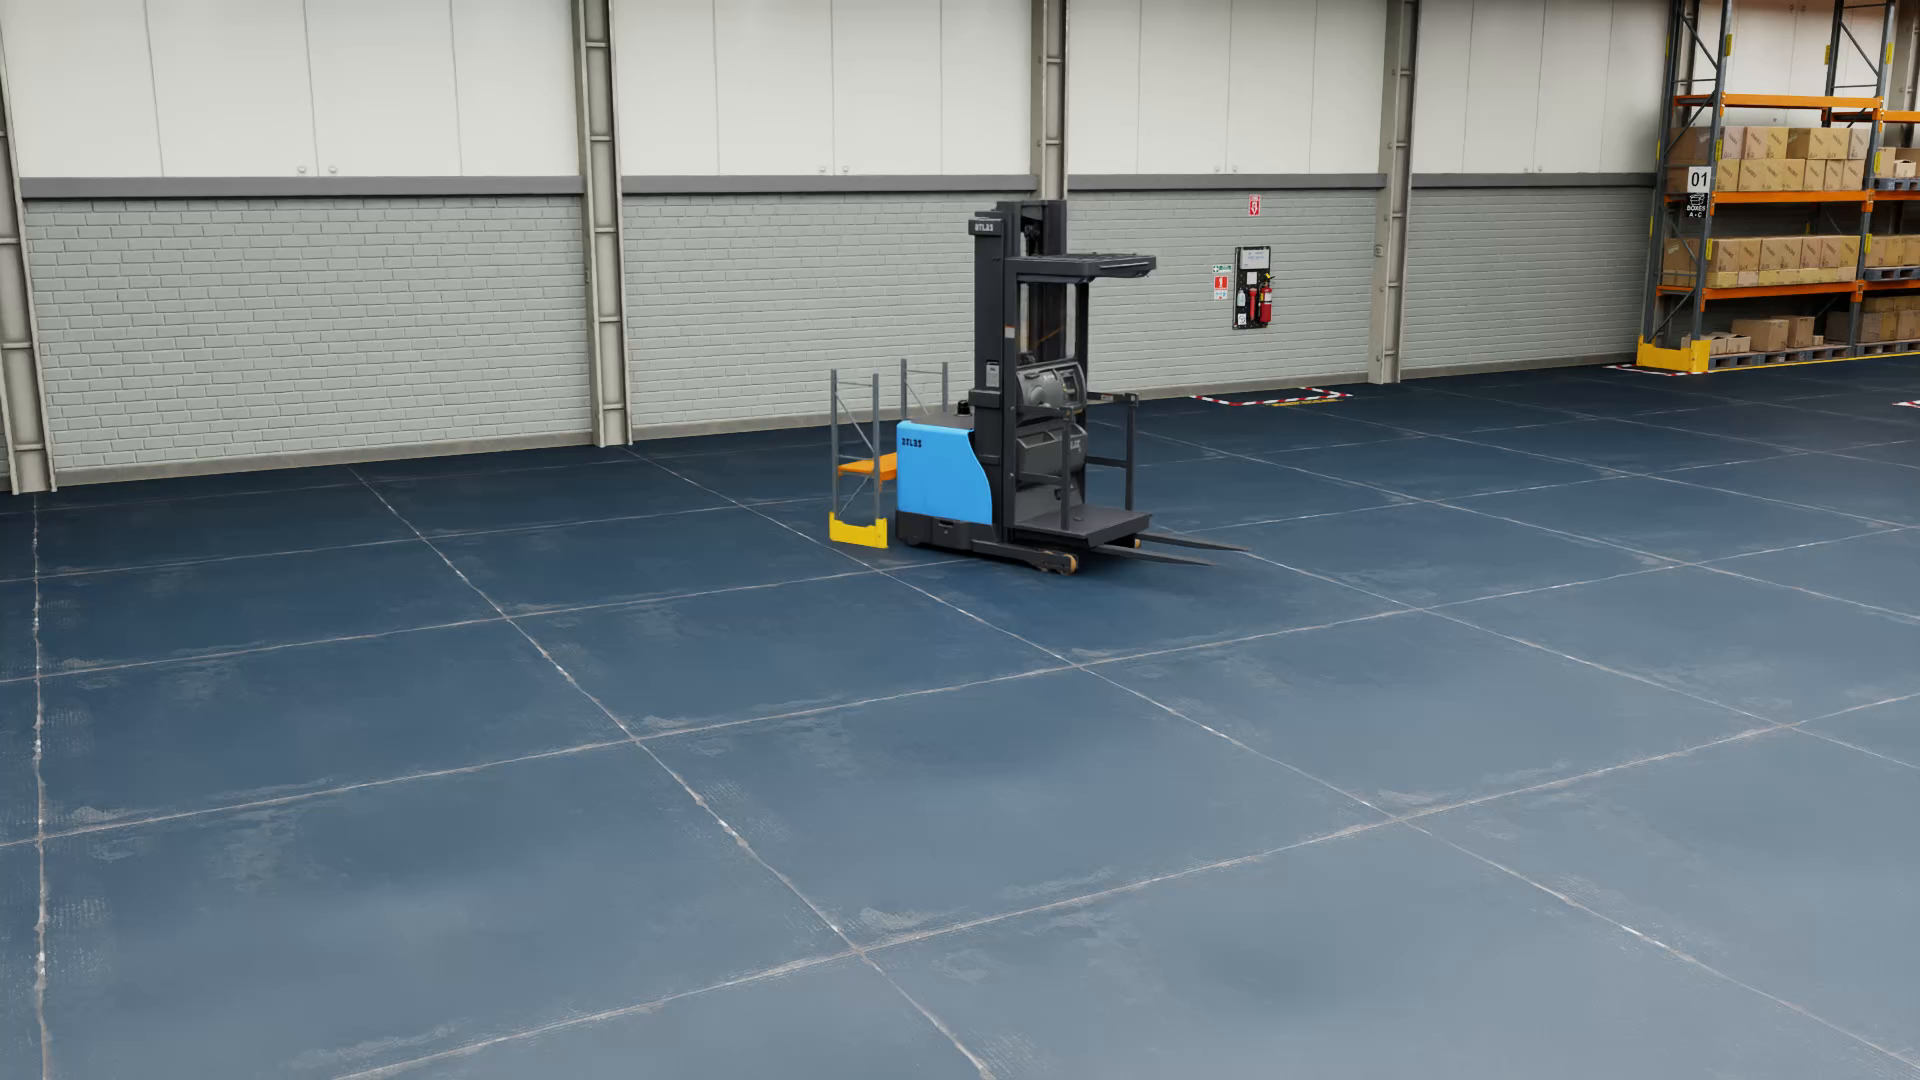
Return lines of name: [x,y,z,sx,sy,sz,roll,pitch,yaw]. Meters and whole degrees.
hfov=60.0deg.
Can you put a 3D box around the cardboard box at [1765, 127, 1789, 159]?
cardboard box: [12.859,-6.353,26.624,0.500,0.500,0.500,-6,14,-26]

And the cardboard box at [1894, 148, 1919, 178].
cardboard box: [16.607,-6.560,28.911,0.500,0.500,0.500,-7,15,-30]

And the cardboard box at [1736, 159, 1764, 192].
cardboard box: [12.397,-5.809,26.484,0.500,0.500,0.500,-6,14,-24]

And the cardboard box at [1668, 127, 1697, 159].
cardboard box: [11.748,-6.356,26.637,0.500,0.500,0.500,-6,14,-25]

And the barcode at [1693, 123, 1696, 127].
barcode: [11.879,-6.714,26.908,0.075,0.075,0.001,-7,14,-28]

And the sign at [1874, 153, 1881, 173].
sign: [15.273,-6.283,27.687,0.005,0.325,0.100,-7,14,-28]

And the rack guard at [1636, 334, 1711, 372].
rack guard: [11.562,-3.039,26.974,0.348,0.500,1.175,-7,14,-28]

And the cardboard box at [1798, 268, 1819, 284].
cardboard box: [13.860,-4.393,27.593,0.500,0.250,0.500,-7,14,-28]

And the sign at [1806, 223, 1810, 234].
sign: [14.737,-5.343,28.880,0.005,0.325,0.100,-7,14,-28]

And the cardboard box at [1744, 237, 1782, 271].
cardboard box: [12.953,-4.648,27.020,0.500,0.500,0.500,-7,15,-30]

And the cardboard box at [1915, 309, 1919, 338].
cardboard box: [16.980,-3.912,29.851,0.500,0.500,0.700,-7,14,-28]

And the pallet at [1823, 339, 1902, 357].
pallet: [15.689,-3.393,29.205,1.213,0.211,1.003,-7,14,-28]

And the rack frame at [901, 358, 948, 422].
rack frame: [-0.322,-0.885,15.126,0.500,1.500,0.032,9,15,34]

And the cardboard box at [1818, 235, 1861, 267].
cardboard box: [14.739,-4.864,27.980,0.500,0.500,0.500,-7,14,-28]

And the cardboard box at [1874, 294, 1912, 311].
cardboard box: [16.484,-4.215,29.491,0.500,0.250,0.500,-7,15,-29]

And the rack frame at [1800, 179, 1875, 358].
rack frame: [15.006,-4.671,28.534,0.127,3.000,1.000,-7,14,-28]

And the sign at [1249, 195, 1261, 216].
sign: [4.187,-4.756,23.632,0.199,0.298,0.001,-7,14,-28]

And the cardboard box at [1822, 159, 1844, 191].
cardboard box: [14.231,-6.042,27.518,0.500,0.500,0.500,-8,15,-33]

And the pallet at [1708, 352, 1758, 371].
pallet: [12.292,-2.977,27.355,1.213,0.211,1.003,-7,14,-28]

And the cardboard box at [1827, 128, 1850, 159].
cardboard box: [14.218,-6.516,27.348,0.500,0.500,0.500,-6,14,-25]

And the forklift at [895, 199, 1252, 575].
forklift: [0.926,-1.281,13.627,3.031,2.935,1.130,9,16,36]

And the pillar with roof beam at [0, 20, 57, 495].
pillar with roof beam: [-7.308,-4.063,12.168,0.400,9.000,9.100,-7,14,-28]

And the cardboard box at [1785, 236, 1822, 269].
cardboard box: [13.857,-4.760,27.516,0.500,0.500,0.500,-7,15,-29]

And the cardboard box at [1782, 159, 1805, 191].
cardboard box: [13.311,-5.925,26.999,0.500,0.500,0.500,-6,14,-24]

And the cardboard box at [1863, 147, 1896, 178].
cardboard box: [15.524,-6.430,28.334,0.500,0.500,0.500,-5,13,-20]

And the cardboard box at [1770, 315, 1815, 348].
cardboard box: [14.114,-3.549,28.241,0.500,0.500,0.500,-8,15,-32]

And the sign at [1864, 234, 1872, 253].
sign: [15.273,-4.990,27.978,0.005,0.325,0.100,-7,14,-28]

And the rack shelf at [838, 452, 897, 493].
rack shelf: [-0.610,-0.618,14.757,0.538,0.185,1.000,9,15,34]

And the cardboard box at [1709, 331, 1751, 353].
cardboard box: [12.646,-3.269,27.424,0.500,0.311,0.500,-6,14,-23]

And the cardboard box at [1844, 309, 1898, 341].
cardboard box: [16.074,-3.811,29.403,0.500,0.500,0.700,-7,15,-29]

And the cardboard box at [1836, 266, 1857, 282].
cardboard box: [14.736,-4.500,28.067,0.500,0.250,0.500,-7,14,-28]

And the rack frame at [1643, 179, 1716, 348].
rack frame: [11.495,-4.250,26.664,0.127,3.000,1.000,-7,14,-28]

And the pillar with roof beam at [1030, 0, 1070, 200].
pillar with roof beam: [3.225,-5.326,17.777,0.400,9.000,9.100,-7,14,-28]

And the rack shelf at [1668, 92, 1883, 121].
rack shelf: [13.251,-7.035,27.020,4.000,0.370,1.077,-7,14,-28]

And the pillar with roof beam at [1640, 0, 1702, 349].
pillar with roof beam: [13.758,-6.588,23.387,0.400,9.000,9.100,-7,14,-28]

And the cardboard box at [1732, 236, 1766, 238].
cardboard box: [13.147,-4.803,27.706,0.500,0.500,0.500,-7,14,-27]

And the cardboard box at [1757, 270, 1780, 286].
cardboard box: [12.975,-4.287,27.122,0.500,0.250,0.500,-7,15,-29]

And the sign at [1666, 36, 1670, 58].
sign: [11.247,-7.819,26.370,0.005,0.325,0.100,-7,14,-28]

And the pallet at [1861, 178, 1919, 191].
pallet: [15.599,-6.087,28.422,1.003,0.211,1.213,-7,14,-28]

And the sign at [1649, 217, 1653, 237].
sign: [11.247,-5.079,26.987,0.005,0.325,0.100,-7,14,-28]

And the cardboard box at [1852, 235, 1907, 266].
cardboard box: [15.963,-5.039,28.938,0.500,0.500,0.700,-5,14,-22]

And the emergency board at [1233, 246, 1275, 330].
emergency board: [4.241,-3.607,23.805,0.643,1.169,0.194,-7,14,-28]

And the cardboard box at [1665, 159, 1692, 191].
cardboard box: [11.740,-5.865,26.733,0.500,0.500,0.500,-6,14,-24]

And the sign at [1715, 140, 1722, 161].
sign: [11.755,-6.036,25.774,0.005,0.325,0.100,-7,14,-28]

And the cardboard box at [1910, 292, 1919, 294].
cardboard box: [17.380,-4.319,29.953,0.500,0.250,0.500,-7,14,-27]

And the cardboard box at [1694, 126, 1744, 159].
cardboard box: [11.950,-6.254,26.184,0.500,0.500,0.500,-8,15,-32]

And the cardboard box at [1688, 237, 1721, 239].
cardboard box: [12.254,-4.694,27.225,0.500,0.500,0.500,-7,14,-27]

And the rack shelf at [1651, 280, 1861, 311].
rack shelf: [13.251,-4.110,27.678,4.000,0.370,1.077,-7,14,-28]

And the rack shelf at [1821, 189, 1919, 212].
rack shelf: [16.762,-5.994,29.218,4.000,0.370,1.077,-7,14,-28]

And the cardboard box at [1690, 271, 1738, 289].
cardboard box: [12.076,-4.177,26.634,0.500,0.250,0.500,-7,15,-29]

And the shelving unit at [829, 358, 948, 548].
shelving unit: [-0.605,-0.795,14.724,0.587,1.500,1.083,9,15,34]

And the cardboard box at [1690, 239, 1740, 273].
cardboard box: [12.058,-4.545,26.562,0.500,0.500,0.500,-7,14,-28]

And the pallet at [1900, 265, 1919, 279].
pallet: [16.799,-4.782,29.464,1.213,0.211,1.003,-7,14,-28]
